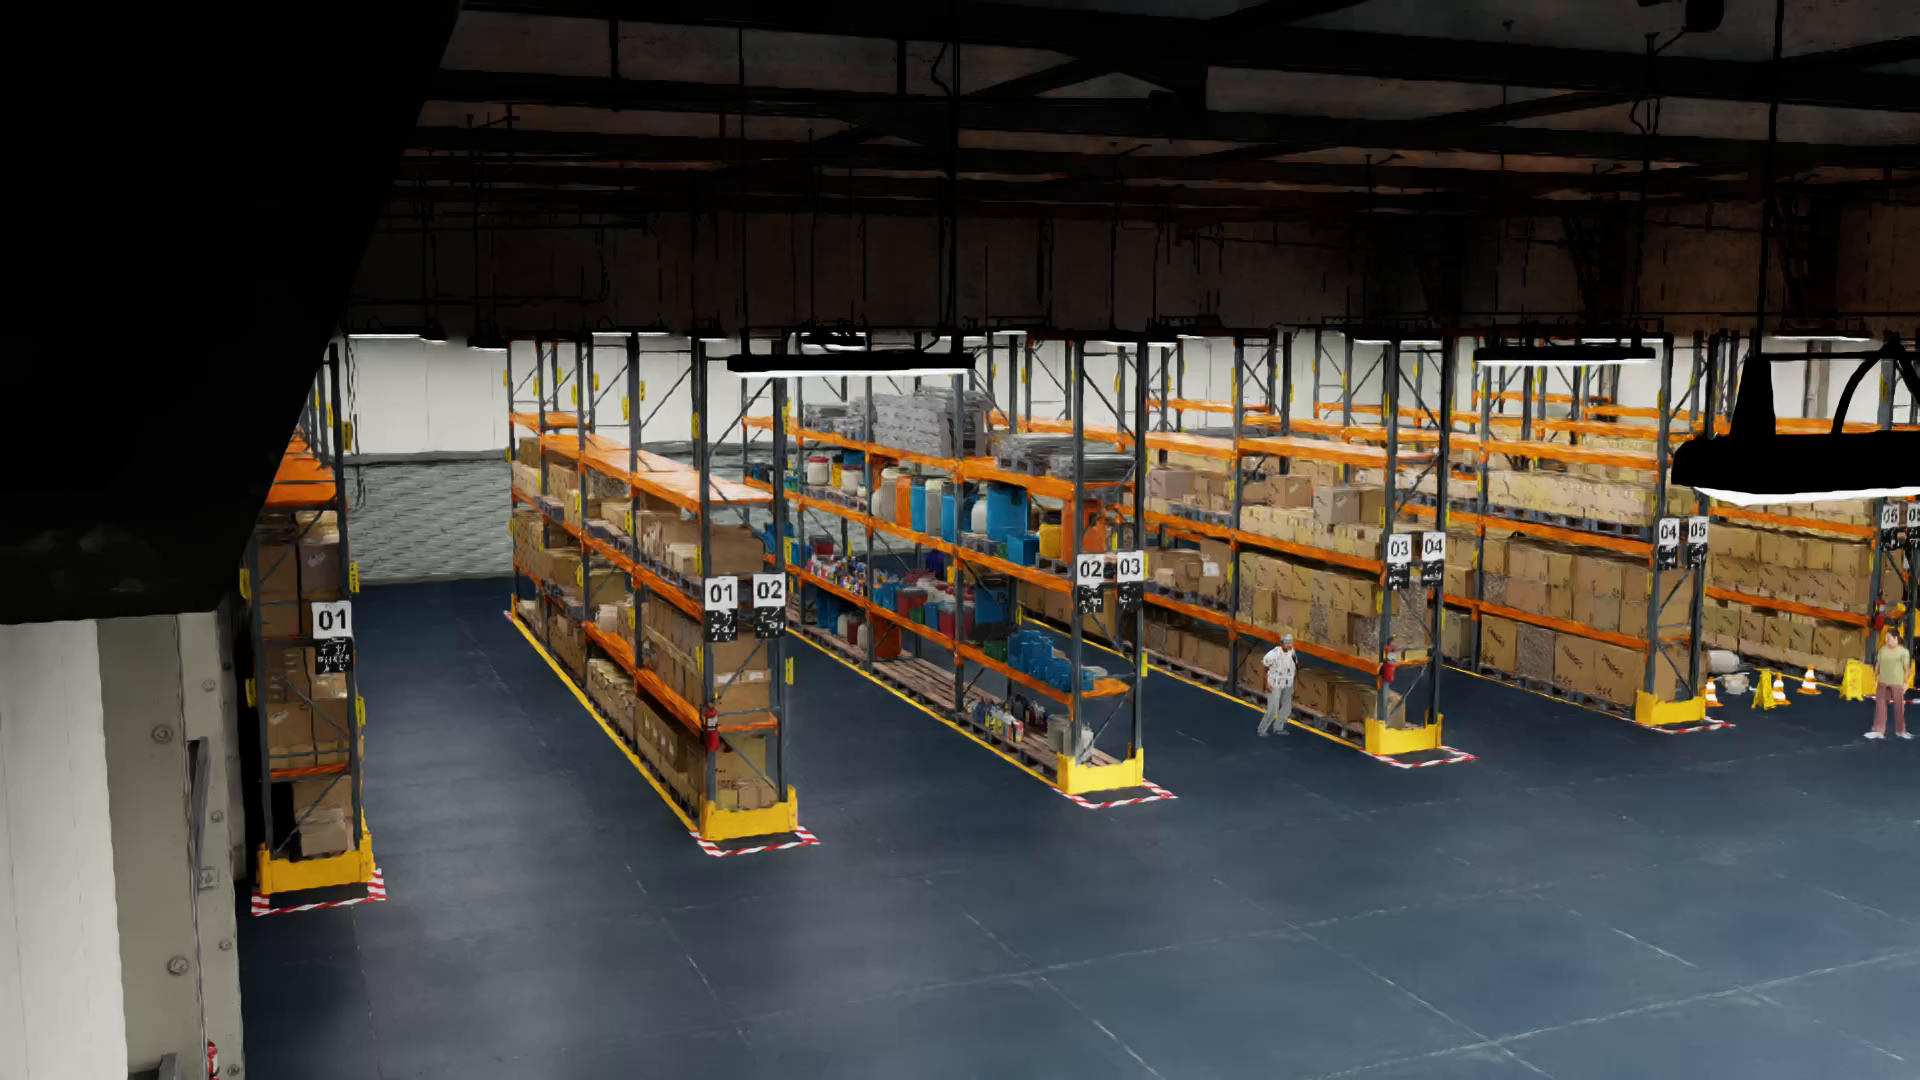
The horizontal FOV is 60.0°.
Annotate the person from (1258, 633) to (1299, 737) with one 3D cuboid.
[{"bbox_3d":[4.800,2.170,24.867,0.625,1.611,0.546,-3,9,-24],"label":"person"}]

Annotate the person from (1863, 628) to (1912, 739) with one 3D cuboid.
[{"bbox_3d":[13.917,2.143,24.805,0.539,1.669,0.581,-7,10,-40],"label":"person"}]

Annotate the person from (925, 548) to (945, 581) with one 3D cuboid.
[{"bbox_3d":[-0.527,0.767,35.097,0.447,1.574,1.077,-3,8,-21],"label":"person"}]

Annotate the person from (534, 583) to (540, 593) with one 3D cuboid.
[{"bbox_3d":[-9.395,0.342,37.902,0.560,1.671,0.700,2,8,17],"label":"person"}]
